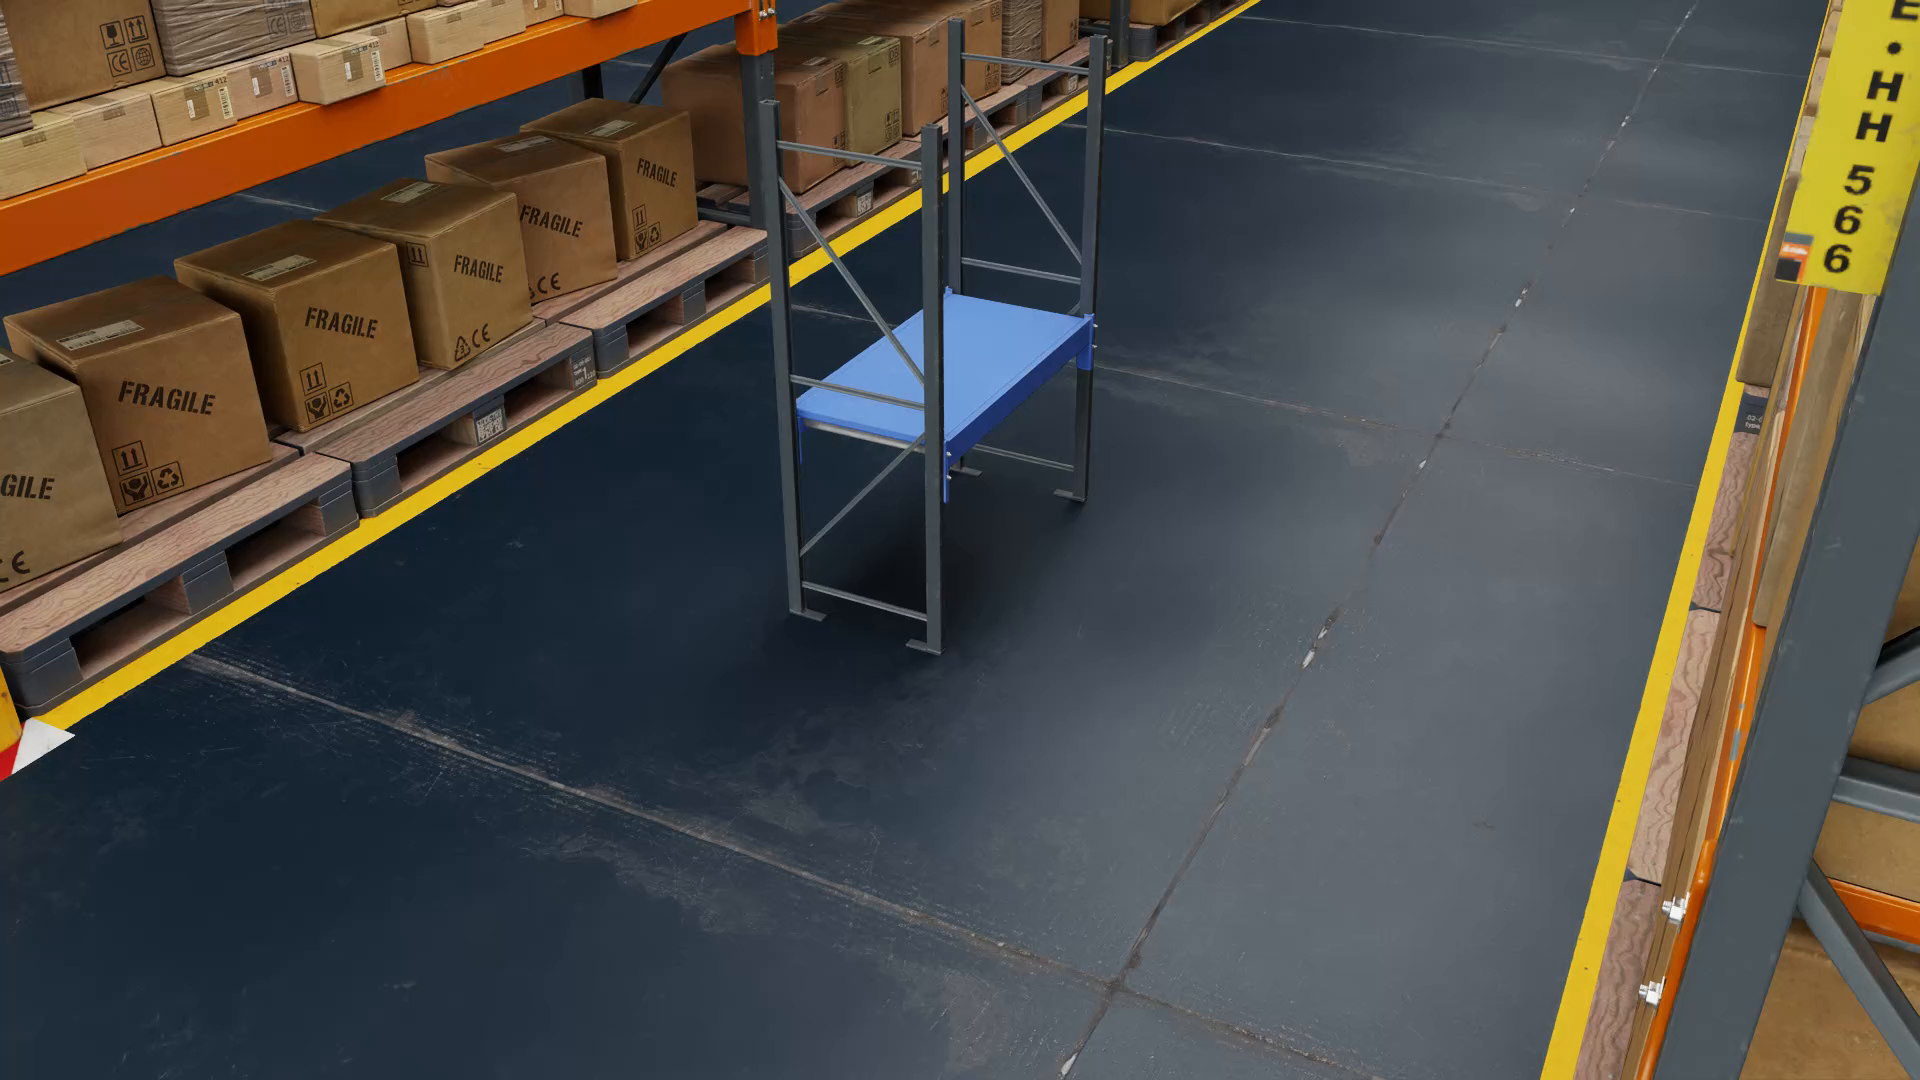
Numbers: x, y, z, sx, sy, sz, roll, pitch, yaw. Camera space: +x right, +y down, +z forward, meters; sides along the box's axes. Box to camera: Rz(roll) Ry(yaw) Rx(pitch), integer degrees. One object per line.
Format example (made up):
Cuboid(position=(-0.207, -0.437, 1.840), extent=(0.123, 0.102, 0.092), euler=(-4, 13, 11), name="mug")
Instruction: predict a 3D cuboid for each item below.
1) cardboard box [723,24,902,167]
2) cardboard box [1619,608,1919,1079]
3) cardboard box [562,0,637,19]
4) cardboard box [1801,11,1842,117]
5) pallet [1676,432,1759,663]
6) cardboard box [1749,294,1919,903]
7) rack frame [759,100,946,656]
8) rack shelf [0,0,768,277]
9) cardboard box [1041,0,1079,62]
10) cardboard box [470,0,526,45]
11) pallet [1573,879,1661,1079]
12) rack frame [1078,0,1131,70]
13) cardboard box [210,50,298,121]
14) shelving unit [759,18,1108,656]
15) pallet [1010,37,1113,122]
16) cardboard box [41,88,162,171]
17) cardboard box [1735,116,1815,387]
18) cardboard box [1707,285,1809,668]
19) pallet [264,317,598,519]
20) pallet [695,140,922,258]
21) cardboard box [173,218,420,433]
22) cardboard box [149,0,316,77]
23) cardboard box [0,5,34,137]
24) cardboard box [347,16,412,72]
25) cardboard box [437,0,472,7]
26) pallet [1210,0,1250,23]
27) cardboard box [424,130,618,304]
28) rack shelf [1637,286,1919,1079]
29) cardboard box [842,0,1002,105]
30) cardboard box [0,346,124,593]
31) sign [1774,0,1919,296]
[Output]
Cuboid(position=(-0.710, -2.171, 8.087), extent=(0.700, 0.500, 0.500), euler=(14, 33, 23), name="cardboard box")
Cuboid(position=(1.554, 0.777, 2.597), extent=(0.875, 0.875, 0.875), euler=(14, 33, 24), name="cardboard box")
Cuboid(position=(-1.384, -1.977, 5.933), extent=(0.380, 0.149, 0.250), euler=(14, 33, 23), name="cardboard box")
Cuboid(position=(4.196, -1.762, 7.144), extent=(1.050, 0.750, 0.750), euler=(15, 33, 24), name="cardboard box")
Cuboid(position=(2.710, 0.109, 4.849), extent=(1.003, 0.211, 1.213), euler=(14, 33, 23), name="pallet")
Cuboid(position=(1.433, 0.113, 1.890), extent=(0.875, 0.550, 0.550), euler=(14, 33, 23), name="cardboard box")
Cuboid(position=(-0.270, -0.387, 4.418), extent=(0.500, 1.500, 0.032), euler=(14, 33, 23), name="rack frame")
Cuboid(position=(-2.154, -1.391, 5.383), extent=(1.077, 0.370, 4.000), euler=(14, 33, 23), name="rack shelf")
Cuboid(position=(0.292, -3.169, 9.824), extent=(0.700, 0.500, 0.500), euler=(13, 32, 21), name="cardboard box")
Cuboid(position=(-1.693, -1.776, 5.583), extent=(0.380, 0.149, 0.250), euler=(14, 33, 23), name="cardboard box")
Cuboid(position=(1.599, 1.190, 2.965), extent=(1.003, 0.211, 1.213), euler=(14, 33, 23), name="pallet")
Cuboid(position=(0.579, -4.363, 9.836), extent=(1.000, 3.000, 0.127), euler=(14, 33, 23), name="rack frame")
Cuboid(position=(-2.160, -1.336, 4.816), extent=(0.380, 0.149, 0.250), euler=(14, 33, 23), name="cardboard box")
Cuboid(position=(-0.039, -0.613, 4.811), extent=(0.538, 1.500, 1.048), euler=(14, 33, 23), name="shelving unit")
Cuboid(position=(0.222, -2.808, 9.928), extent=(1.003, 0.211, 1.213), euler=(14, 33, 23), name="pallet")
Cuboid(position=(-2.370, -1.110, 4.422), extent=(0.380, 0.149, 0.250), euler=(14, 33, 23), name="cardboard box")
Cuboid(position=(3.329, -0.922, 5.681), extent=(1.050, 0.750, 0.750), euler=(14, 33, 23), name="cardboard box")
Cuboid(position=(2.370, -0.017, 3.980), extent=(0.875, 0.875, 0.875), euler=(15, 33, 24), name="cardboard box")
Cuboid(position=(-2.072, -0.532, 5.965), extent=(1.003, 0.211, 1.213), euler=(14, 33, 23), name="pallet")
Cuboid(position=(-0.890, -1.726, 8.044), extent=(1.003, 0.211, 1.213), euler=(14, 33, 23), name="pallet")
Cuboid(position=(-2.222, -0.734, 5.604), extent=(0.500, 0.500, 0.500), euler=(18, 34, 28), name="cardboard box")
Cuboid(position=(-2.403, -1.687, 4.777), extent=(0.875, 0.500, 0.500), euler=(14, 33, 23), name="cardboard box")
Cuboid(position=(-2.790, -1.227, 3.975), extent=(0.875, 0.500, 0.500), euler=(14, 33, 23), name="cardboard box")
Cuboid(position=(-1.958, -1.564, 5.214), extent=(0.380, 0.149, 0.250), euler=(14, 33, 23), name="cardboard box")
Cuboid(position=(-1.900, -2.119, 5.528), extent=(0.875, 0.500, 0.500), euler=(14, 33, 23), name="cardboard box")
Cuboid(position=(1.562, -4.025, 12.048), extent=(1.003, 0.211, 1.213), euler=(14, 33, 23), name="pallet")
Cuboid(position=(-1.715, -1.264, 6.528), extent=(0.500, 0.500, 0.500), euler=(-26, 39, -37), name="cardboard box")
Cuboid(position=(2.215, -0.221, 3.346), extent=(1.077, 0.370, 4.000), euler=(14, 33, 23), name="rack shelf")
Cuboid(position=(-0.202, -2.667, 8.950), extent=(0.700, 0.500, 0.500), euler=(17, 34, 27), name="cardboard box")
Cuboid(position=(-2.766, -0.188, 4.654), extent=(0.500, 0.500, 0.500), euler=(21, 36, 32), name="cardboard box")
Cuboid(position=(0.827, -0.381, 1.501), extent=(0.100, 0.325, 0.005), euler=(14, 33, 23), name="sign")
